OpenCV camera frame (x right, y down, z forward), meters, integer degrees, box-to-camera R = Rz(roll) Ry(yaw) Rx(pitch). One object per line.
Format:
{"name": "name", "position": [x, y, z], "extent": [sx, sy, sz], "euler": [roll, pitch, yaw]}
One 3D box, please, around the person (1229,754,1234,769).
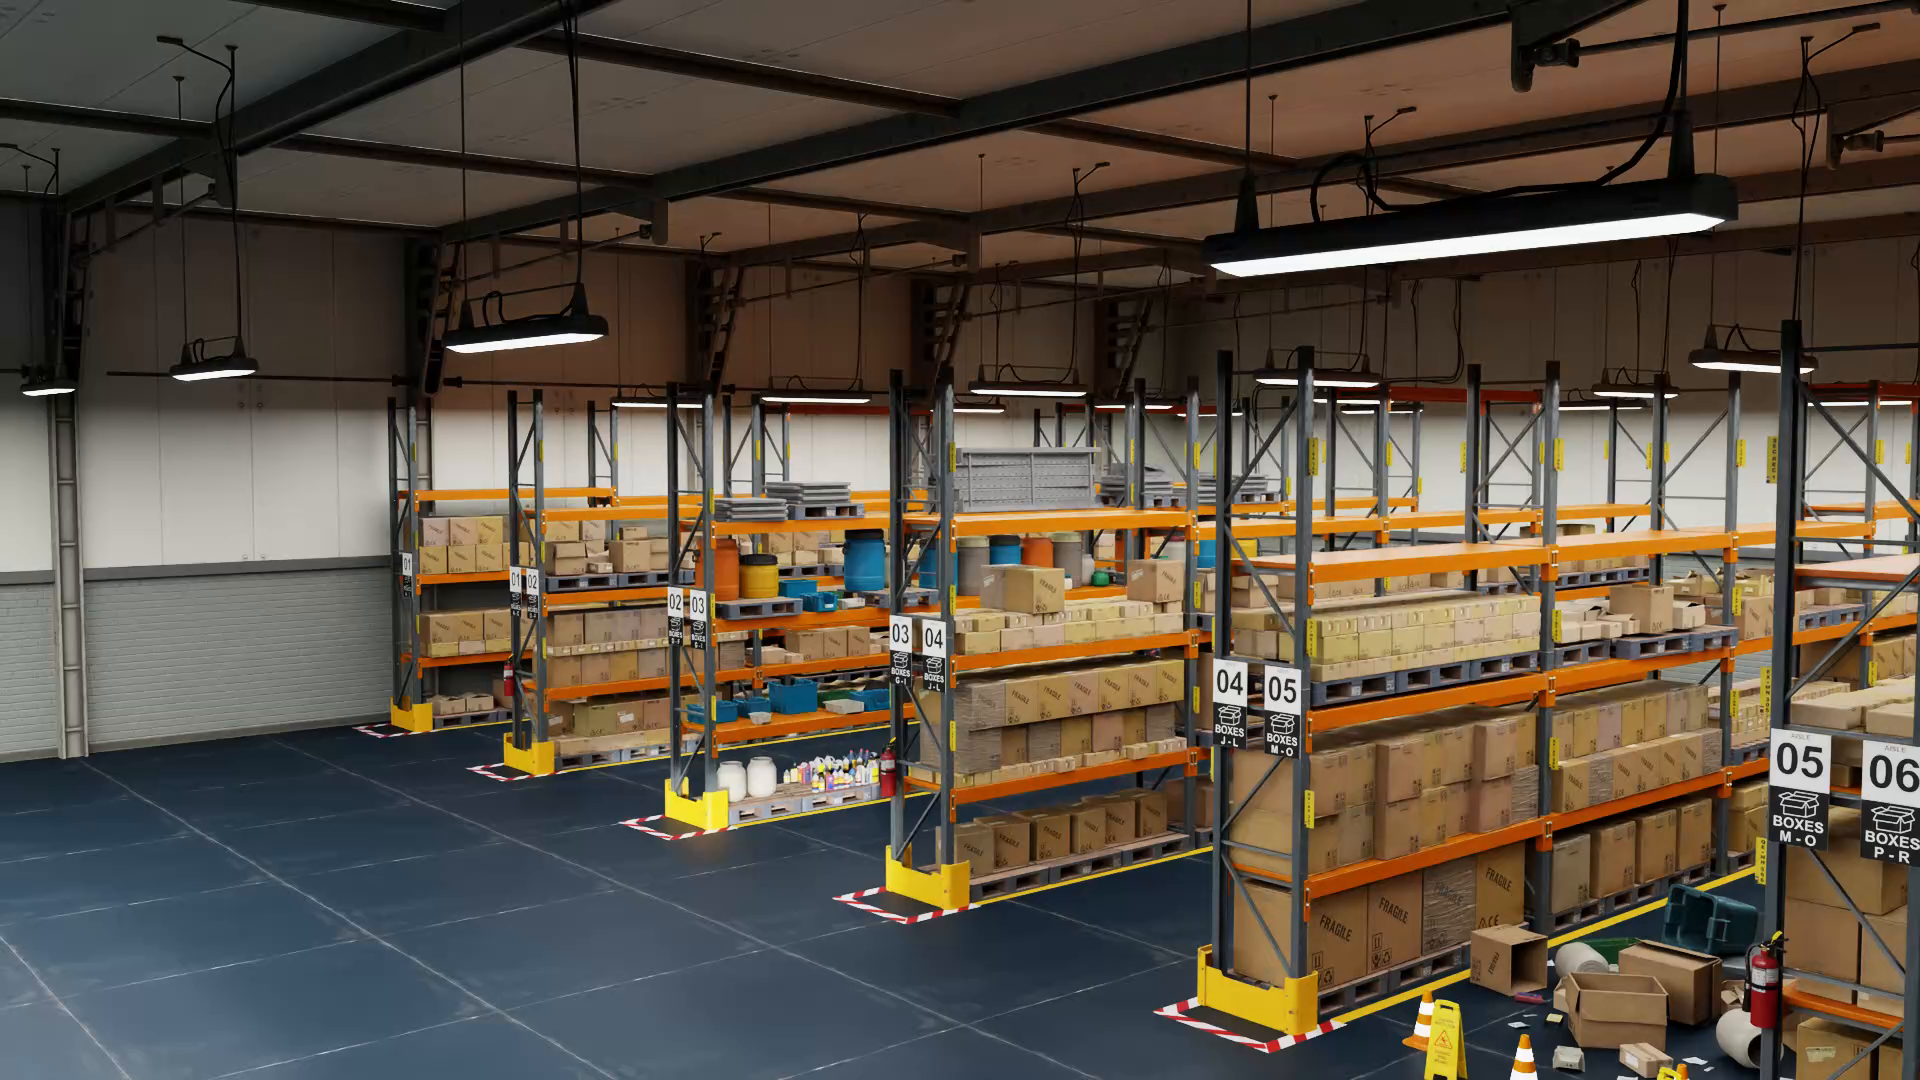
{"name": "person", "position": [3.970, 2.804, 25.054], "extent": [0.467, 1.776, 0.710], "euler": [2, 4, 34]}

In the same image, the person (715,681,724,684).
{"name": "person", "position": [-4.726, 2.422, 31.592], "extent": [0.610, 1.771, 0.565], "euler": [0, 3, -5]}
